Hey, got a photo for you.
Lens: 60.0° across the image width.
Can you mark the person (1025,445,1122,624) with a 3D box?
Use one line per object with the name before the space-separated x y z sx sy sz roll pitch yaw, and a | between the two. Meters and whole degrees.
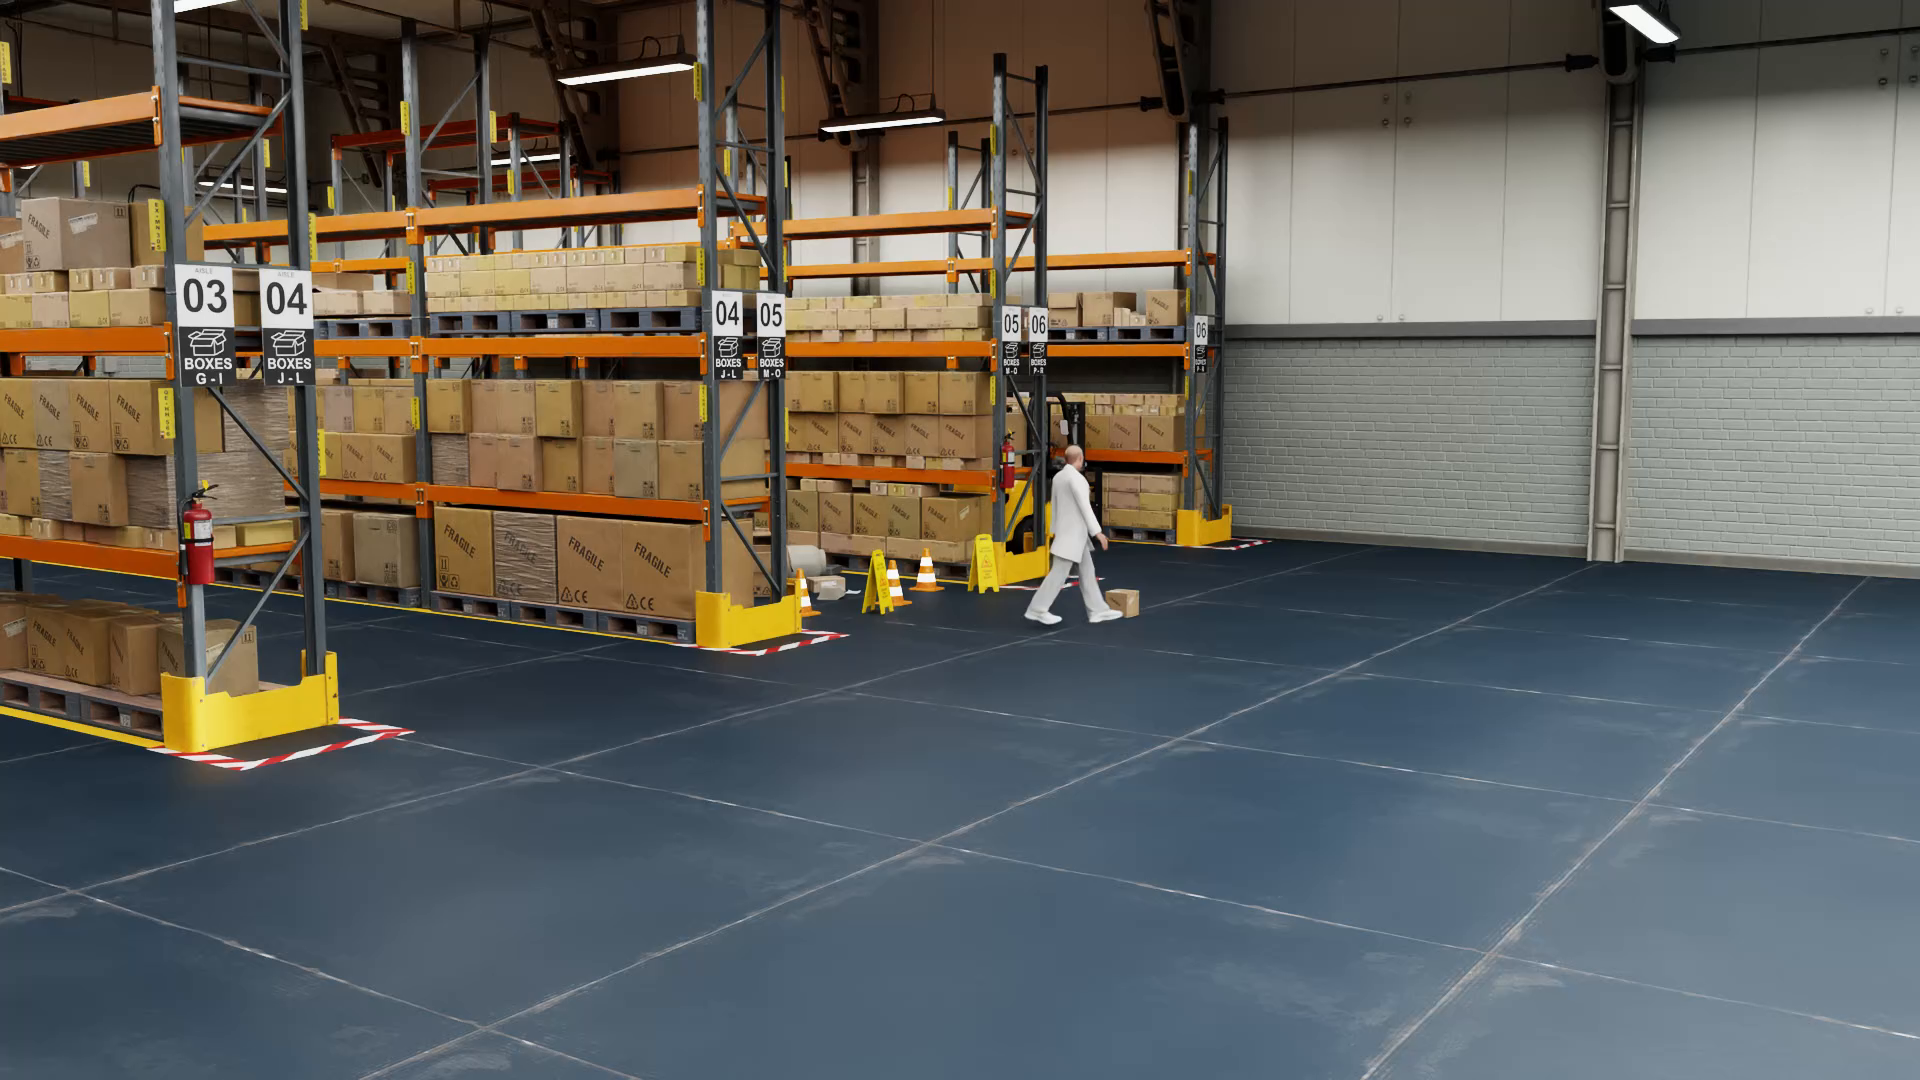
person | 1.129 -0.044 16.167 1.002 1.741 0.650 -1 6 -8
